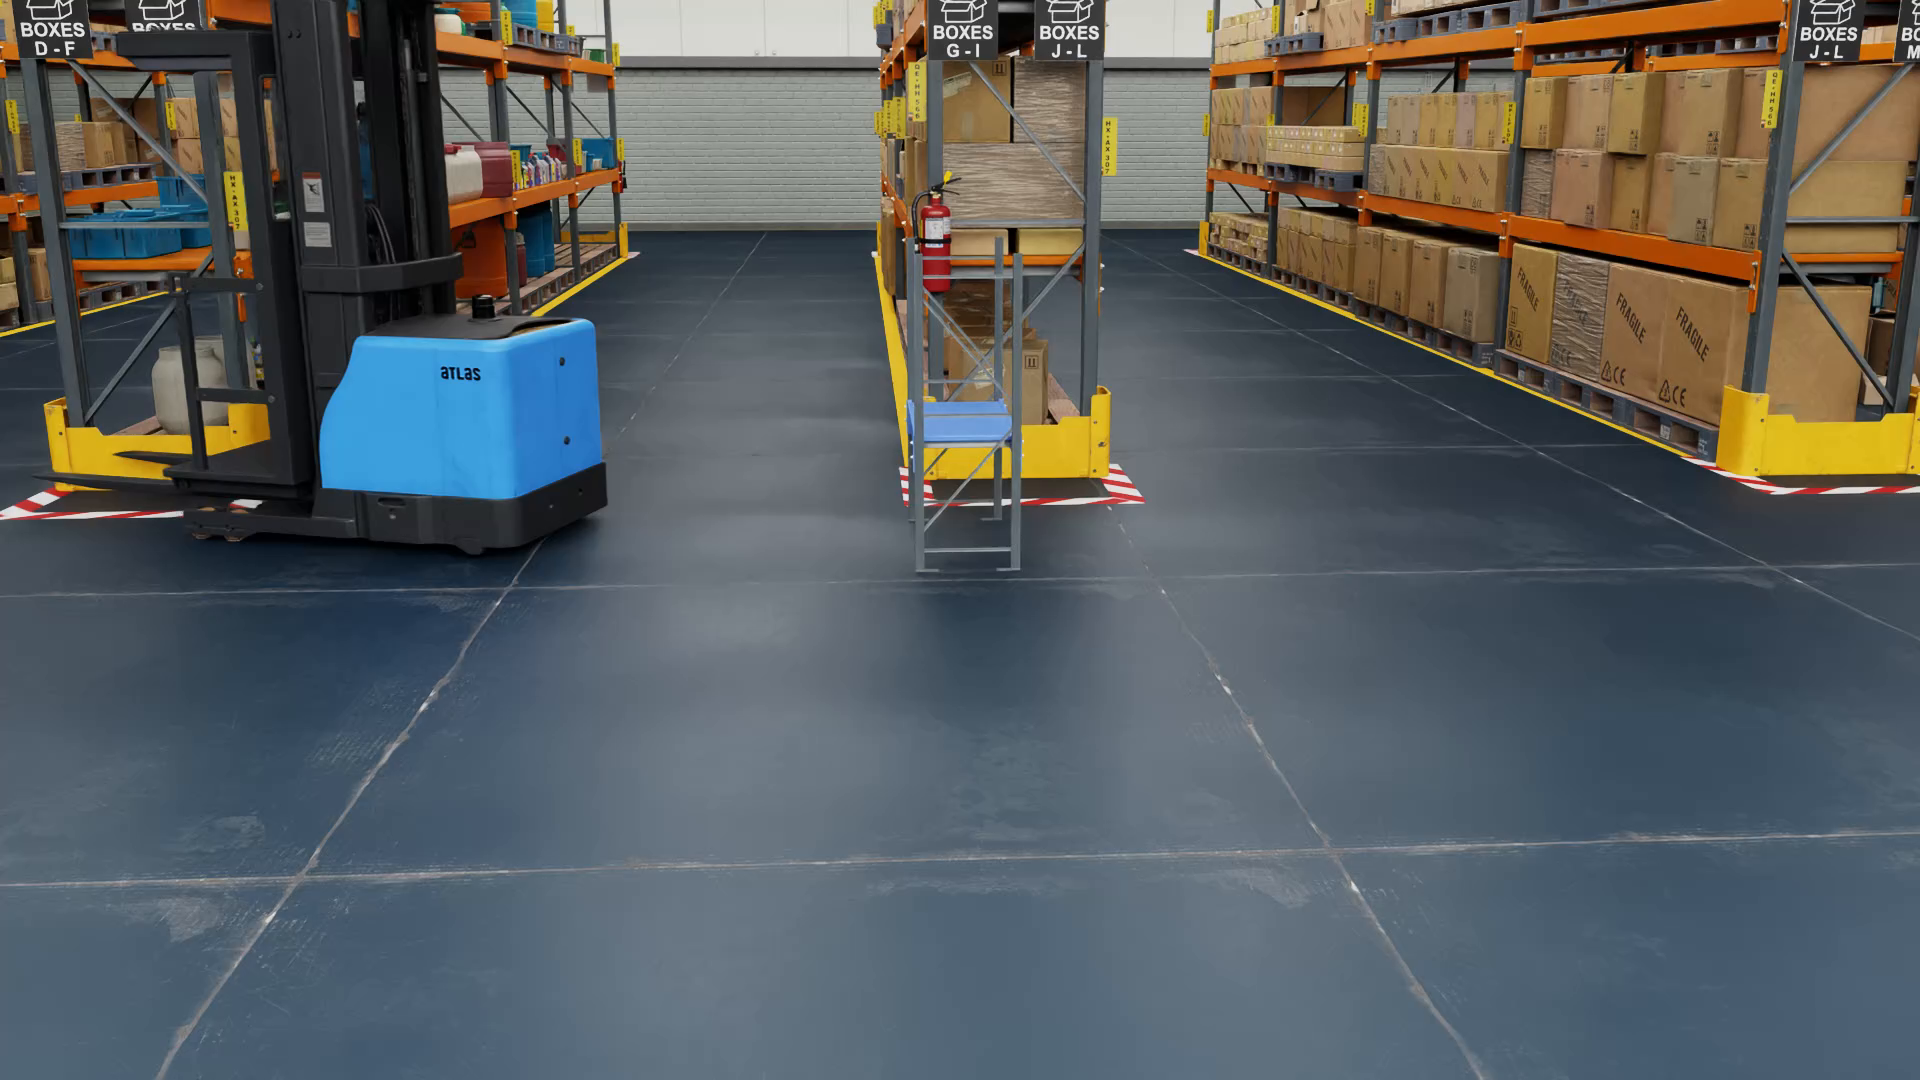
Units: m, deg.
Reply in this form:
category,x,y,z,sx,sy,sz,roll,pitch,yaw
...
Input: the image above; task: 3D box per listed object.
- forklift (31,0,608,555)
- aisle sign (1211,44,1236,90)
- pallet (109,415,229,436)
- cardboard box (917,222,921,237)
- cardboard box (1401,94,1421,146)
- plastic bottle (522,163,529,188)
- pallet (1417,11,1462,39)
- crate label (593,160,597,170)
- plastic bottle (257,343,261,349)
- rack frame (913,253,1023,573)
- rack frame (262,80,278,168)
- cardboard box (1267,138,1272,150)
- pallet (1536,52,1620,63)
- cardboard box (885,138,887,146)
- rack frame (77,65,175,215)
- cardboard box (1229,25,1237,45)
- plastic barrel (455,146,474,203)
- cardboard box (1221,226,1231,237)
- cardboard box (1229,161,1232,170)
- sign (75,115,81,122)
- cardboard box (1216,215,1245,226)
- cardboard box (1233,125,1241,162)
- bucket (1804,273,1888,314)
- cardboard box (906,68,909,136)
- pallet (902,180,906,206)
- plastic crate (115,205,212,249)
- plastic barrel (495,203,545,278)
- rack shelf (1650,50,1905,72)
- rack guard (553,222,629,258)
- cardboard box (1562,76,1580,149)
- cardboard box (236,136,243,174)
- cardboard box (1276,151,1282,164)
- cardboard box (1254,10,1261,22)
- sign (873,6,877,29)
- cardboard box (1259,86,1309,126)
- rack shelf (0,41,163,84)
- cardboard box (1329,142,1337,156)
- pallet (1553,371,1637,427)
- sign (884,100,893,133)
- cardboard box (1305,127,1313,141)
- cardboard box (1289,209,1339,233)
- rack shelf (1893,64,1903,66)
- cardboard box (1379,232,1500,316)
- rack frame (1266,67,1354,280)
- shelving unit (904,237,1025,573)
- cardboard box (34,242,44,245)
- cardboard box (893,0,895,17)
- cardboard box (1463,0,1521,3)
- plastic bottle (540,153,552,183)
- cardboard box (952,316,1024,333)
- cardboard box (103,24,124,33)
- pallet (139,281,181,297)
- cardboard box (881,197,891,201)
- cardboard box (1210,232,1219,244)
category,x,y,z,sx,sy,sz,roll,pitch,yaw
forklift,-3.476,-1.530,8.591,3.031,2.935,1.130,4,15,15
aisle sign,3.974,-7.147,25.065,0.394,0.787,0.004,-1,14,-3
pallet,-4.727,-0.637,10.577,1.003,0.211,1.213,-1,14,-3
cardboard box,-0.109,-2.161,11.409,0.380,0.149,0.250,-1,14,-3
cardboard box,4.824,-4.179,16.543,0.700,0.500,0.500,-1,14,-4
plastic bottle,-4.868,-4.066,18.567,0.097,0.271,0.097,0,14,0
pallet,4.939,-4.808,15.553,1.003,0.211,1.213,0,14,-1
crate label,-5.345,-5.306,23.539,0.396,0.136,0.243,-1,14,-3
plastic bottle,-5.184,-1.363,12.398,0.097,0.271,0.097,0,14,0
rack frame,0.037,-0.579,7.766,0.500,1.500,0.032,-1,14,-3
rack frame,-10.566,-5.671,24.546,1.000,3.000,0.127,-1,14,-3
cardboard box,4.091,-5.000,21.004,0.380,0.149,0.250,-1,14,-3
pallet,9.269,-7.201,24.652,1.003,0.211,1.213,-1,14,-3
cardboard box,-0.726,-5.373,21.587,0.500,0.500,0.500,0,14,-2
rack frame,-10.318,-4.676,20.679,1.000,3.000,0.127,-1,14,-3
cardboard box,4.099,-7.127,23.486,0.500,0.250,0.500,-1,14,-3
plastic barrel,-4.823,-3.453,15.704,0.421,0.512,0.421,0,14,0
cardboard box,4.026,-4.513,24.327,0.380,0.149,0.250,0,14,-2
cardboard box,4.144,-5.474,24.286,0.380,0.149,0.250,0,14,-1
sign,-10.859,-5.085,20.531,0.100,0.325,0.005,-1,14,-3
cardboard box,3.997,-4.718,24.528,0.380,0.149,0.250,-1,14,-4
cardboard box,4.144,-5.569,23.354,0.500,0.500,0.500,-1,14,-5
bucket,7.331,-2.042,13.963,0.726,0.611,0.620,4,5,16
cardboard box,-0.161,-3.399,12.913,0.500,0.500,0.500,-1,14,-3
pallet,-0.019,-3.248,15.517,1.003,0.211,1.213,-1,14,-3
plastic crate,-4.995,-1.976,10.486,0.499,0.251,0.408,-1,14,-3
plastic barrel,-5.313,-3.627,19.971,0.600,0.901,0.708,-1,14,-3
rack shelf,9.584,-5.588,19.647,1.077,0.370,4.000,-1,14,-3
rack guard,-5.636,-4.541,25.173,1.175,0.500,0.348,-1,14,-3
cardboard box,5.160,-3.258,12.701,0.875,0.550,0.550,-1,14,-3
cardboard box,-10.205,-5.359,23.133,0.500,0.500,0.500,-1,14,-3
cardboard box,4.126,-4.725,20.531,0.380,0.149,0.250,-1,14,-3
cardboard box,4.161,-7.027,22.296,0.380,0.149,0.250,-1,15,-6
sign,-1.233,-7.730,24.616,0.100,0.325,0.005,-1,14,-3
cardboard box,4.227,-5.669,21.734,0.500,0.500,0.500,-1,14,-5
rack shelf,-10.194,-5.283,18.462,1.077,0.370,4.000,-1,14,-3
cardboard box,4.271,-4.292,18.254,0.380,0.149,0.250,0,14,-1
pallet,5.069,-1.045,12.163,1.003,0.211,1.213,-1,14,-3
sign,-0.737,-4.384,17.223,0.100,0.325,0.005,-1,14,-3
cardboard box,4.208,-4.691,19.205,0.380,0.149,0.250,0,14,-1
cardboard box,4.344,-3.915,20.391,0.500,0.250,0.500,0,14,-2
rack shelf,14.290,-6.660,23.815,1.077,0.370,4.000,-1,14,-3
cardboard box,4.779,-2.628,16.393,1.050,0.750,0.750,-1,14,-3
rack frame,4.526,-4.879,21.470,1.000,3.000,0.127,-1,14,-3
shelving unit,0.005,-0.705,8.257,0.538,1.500,1.048,-1,14,-3
cardboard box,-10.394,-3.041,18.460,0.500,0.500,0.500,-1,14,-5
cardboard box,-0.410,-5.455,16.485,0.500,0.500,0.500,-1,14,-3
cardboard box,4.726,-4.825,14.498,0.500,0.250,0.500,-1,14,-4
plastic bottle,-4.979,-4.458,19.932,0.144,0.351,0.185,-1,14,-3
cardboard box,0.200,-1.296,11.717,0.500,0.500,0.500,0,14,2
cardboard box,-10.360,-6.302,19.737,0.600,0.600,0.600,-2,15,-9
pallet,-10.230,-3.123,20.243,1.003,0.211,1.213,-1,14,-3
cardboard box,-0.371,-3.843,20.865,1.225,0.875,0.875,-1,14,-3
cardboard box,3.991,-4.561,25.114,0.380,0.149,0.250,-1,14,-2
